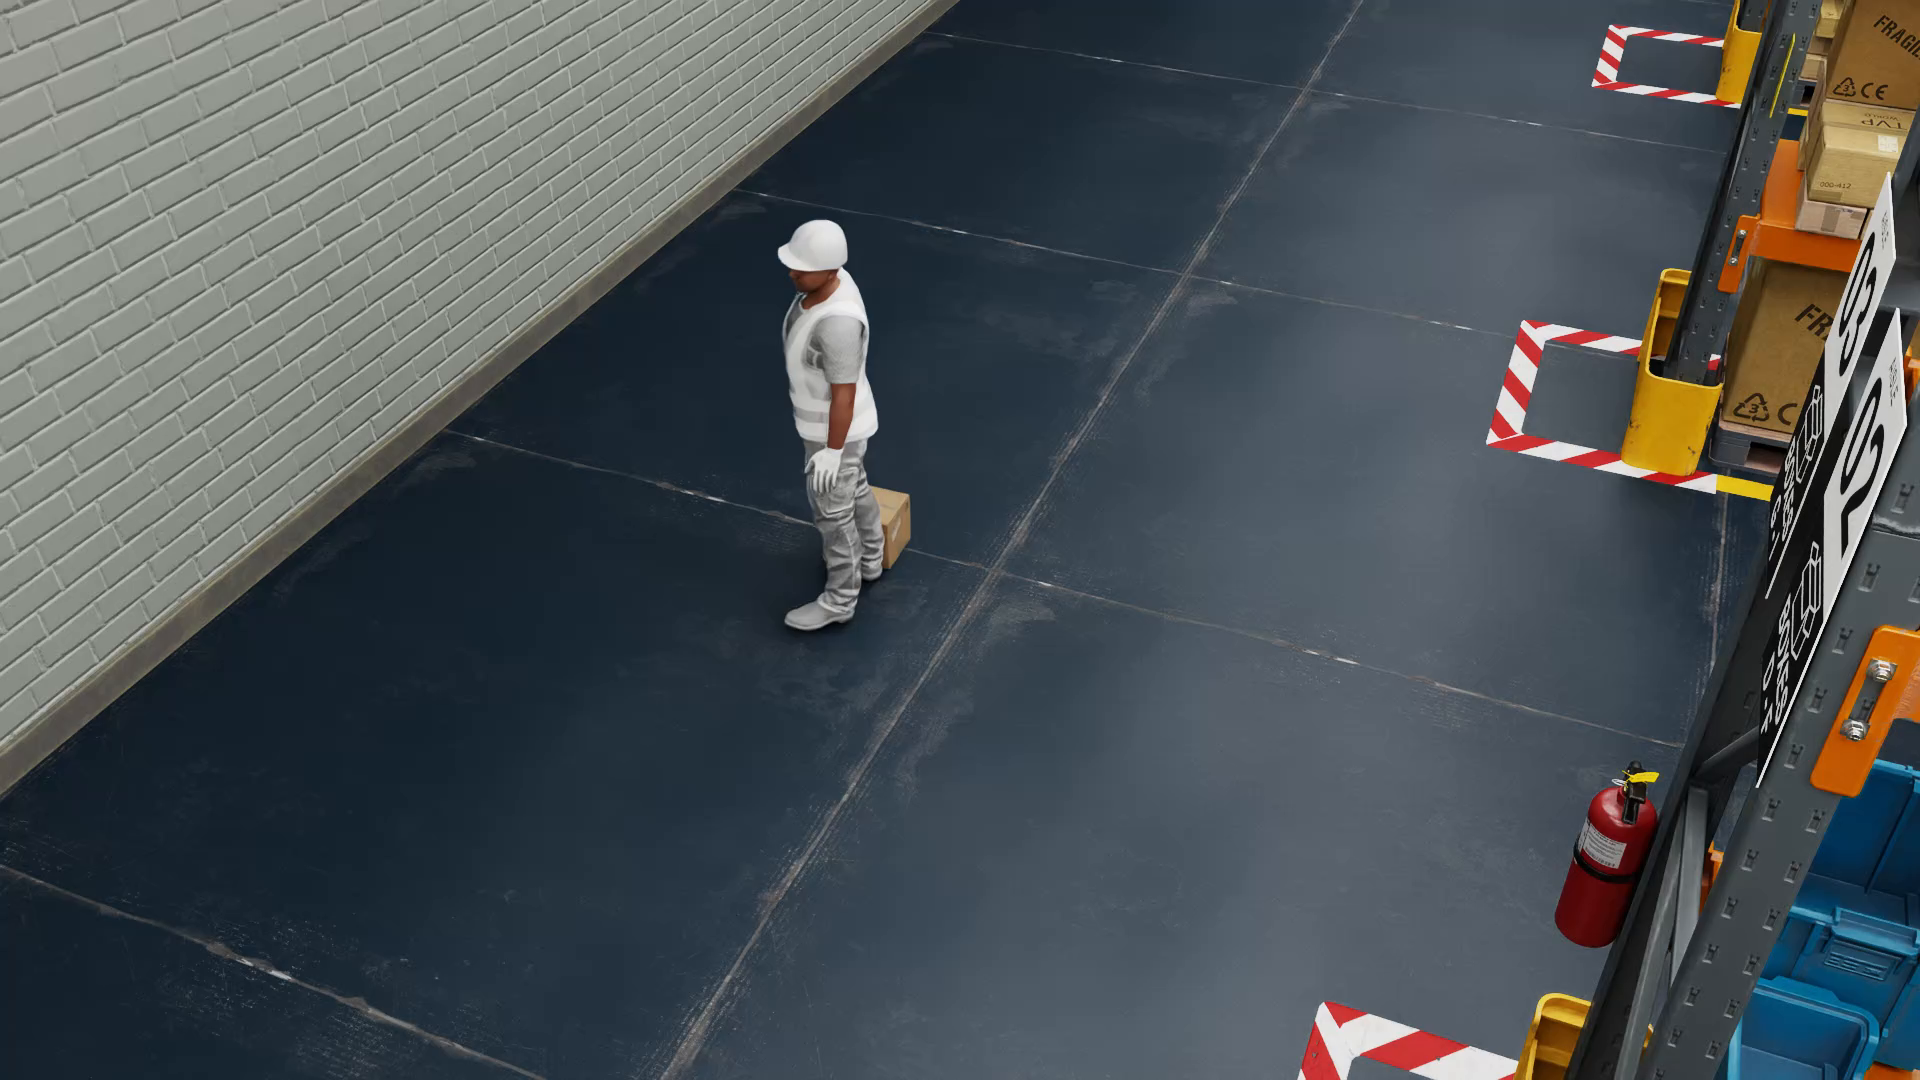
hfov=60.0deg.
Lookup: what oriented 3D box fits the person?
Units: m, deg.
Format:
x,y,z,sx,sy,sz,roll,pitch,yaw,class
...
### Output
x,y,z,sx,sy,sz,roll,pitch,yaw,class
-0.545,-0.468,6.702,0.449,1.784,0.617,-4,37,-5,person
